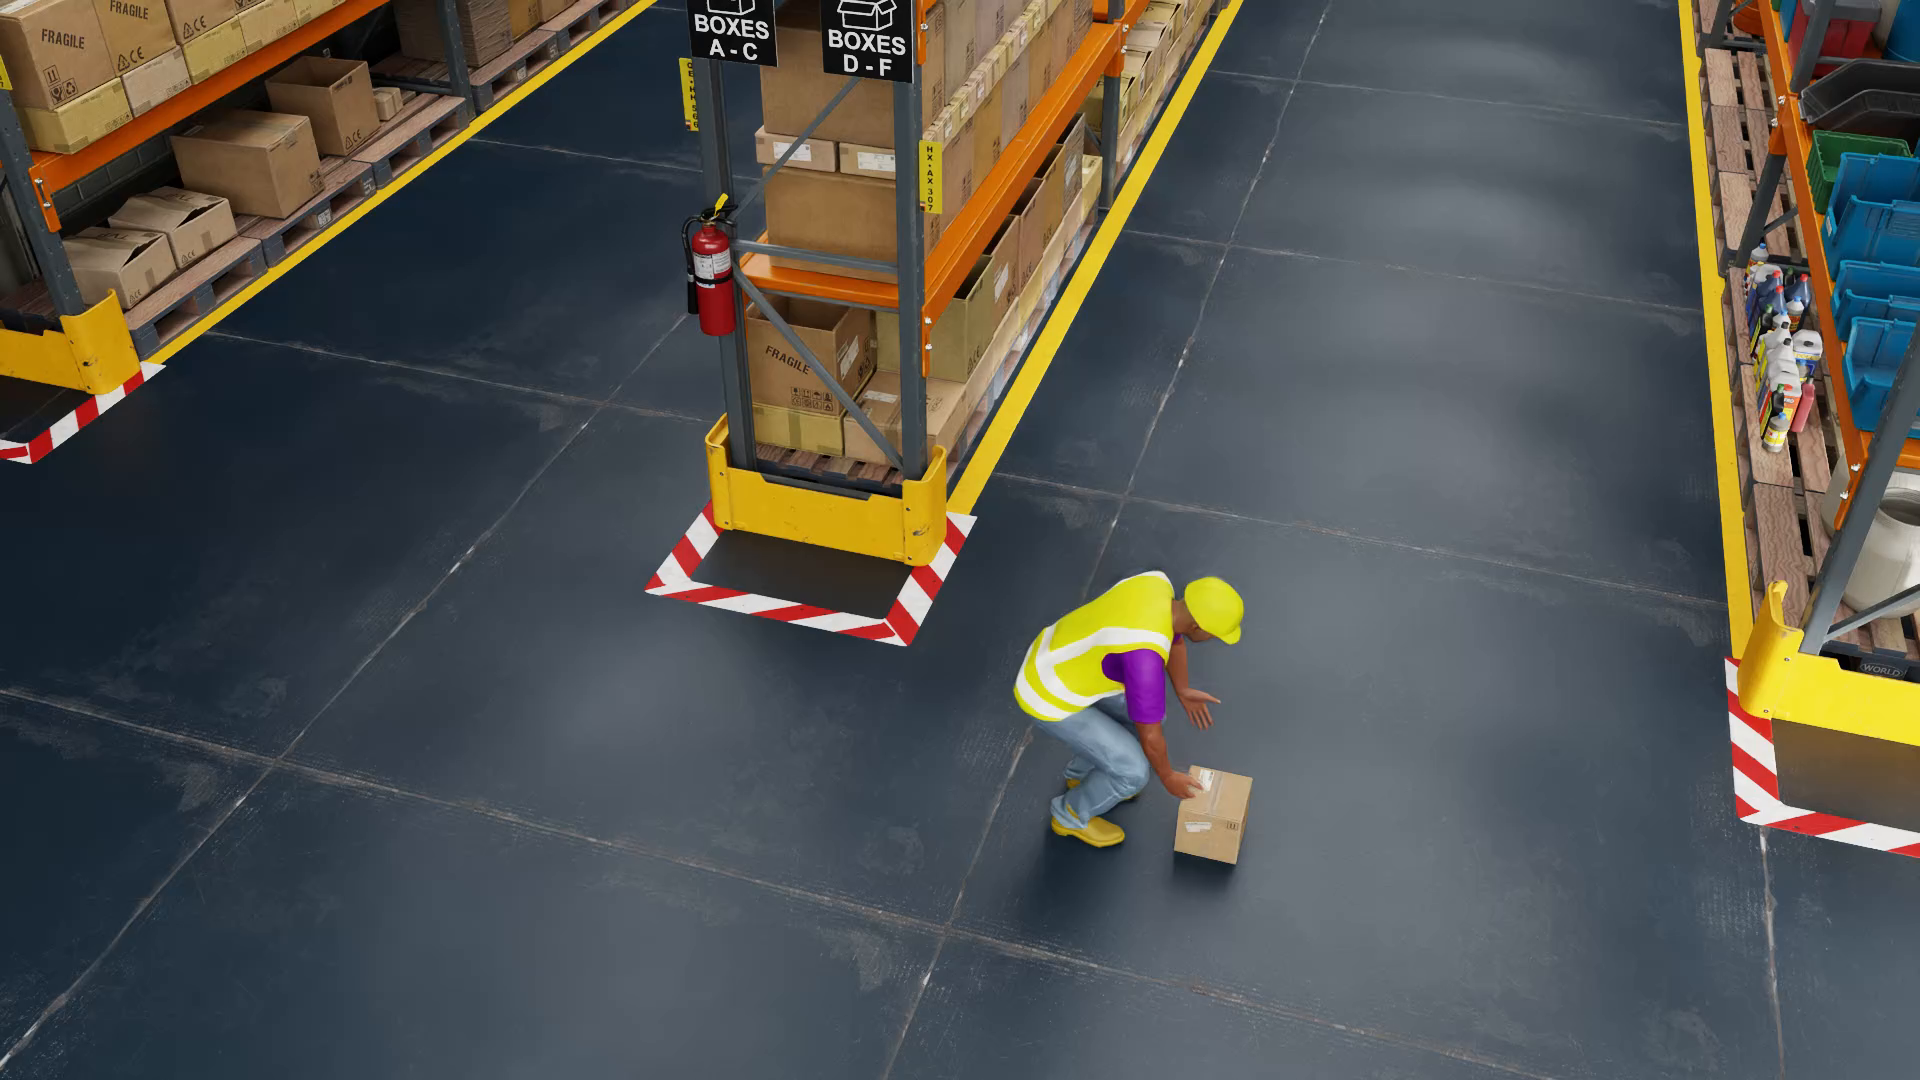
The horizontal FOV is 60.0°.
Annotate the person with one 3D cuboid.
[{"bbox_3d":[0.643,0.603,6.496,0.828,1.253,0.625,11,38,14],"label":"person"}]
